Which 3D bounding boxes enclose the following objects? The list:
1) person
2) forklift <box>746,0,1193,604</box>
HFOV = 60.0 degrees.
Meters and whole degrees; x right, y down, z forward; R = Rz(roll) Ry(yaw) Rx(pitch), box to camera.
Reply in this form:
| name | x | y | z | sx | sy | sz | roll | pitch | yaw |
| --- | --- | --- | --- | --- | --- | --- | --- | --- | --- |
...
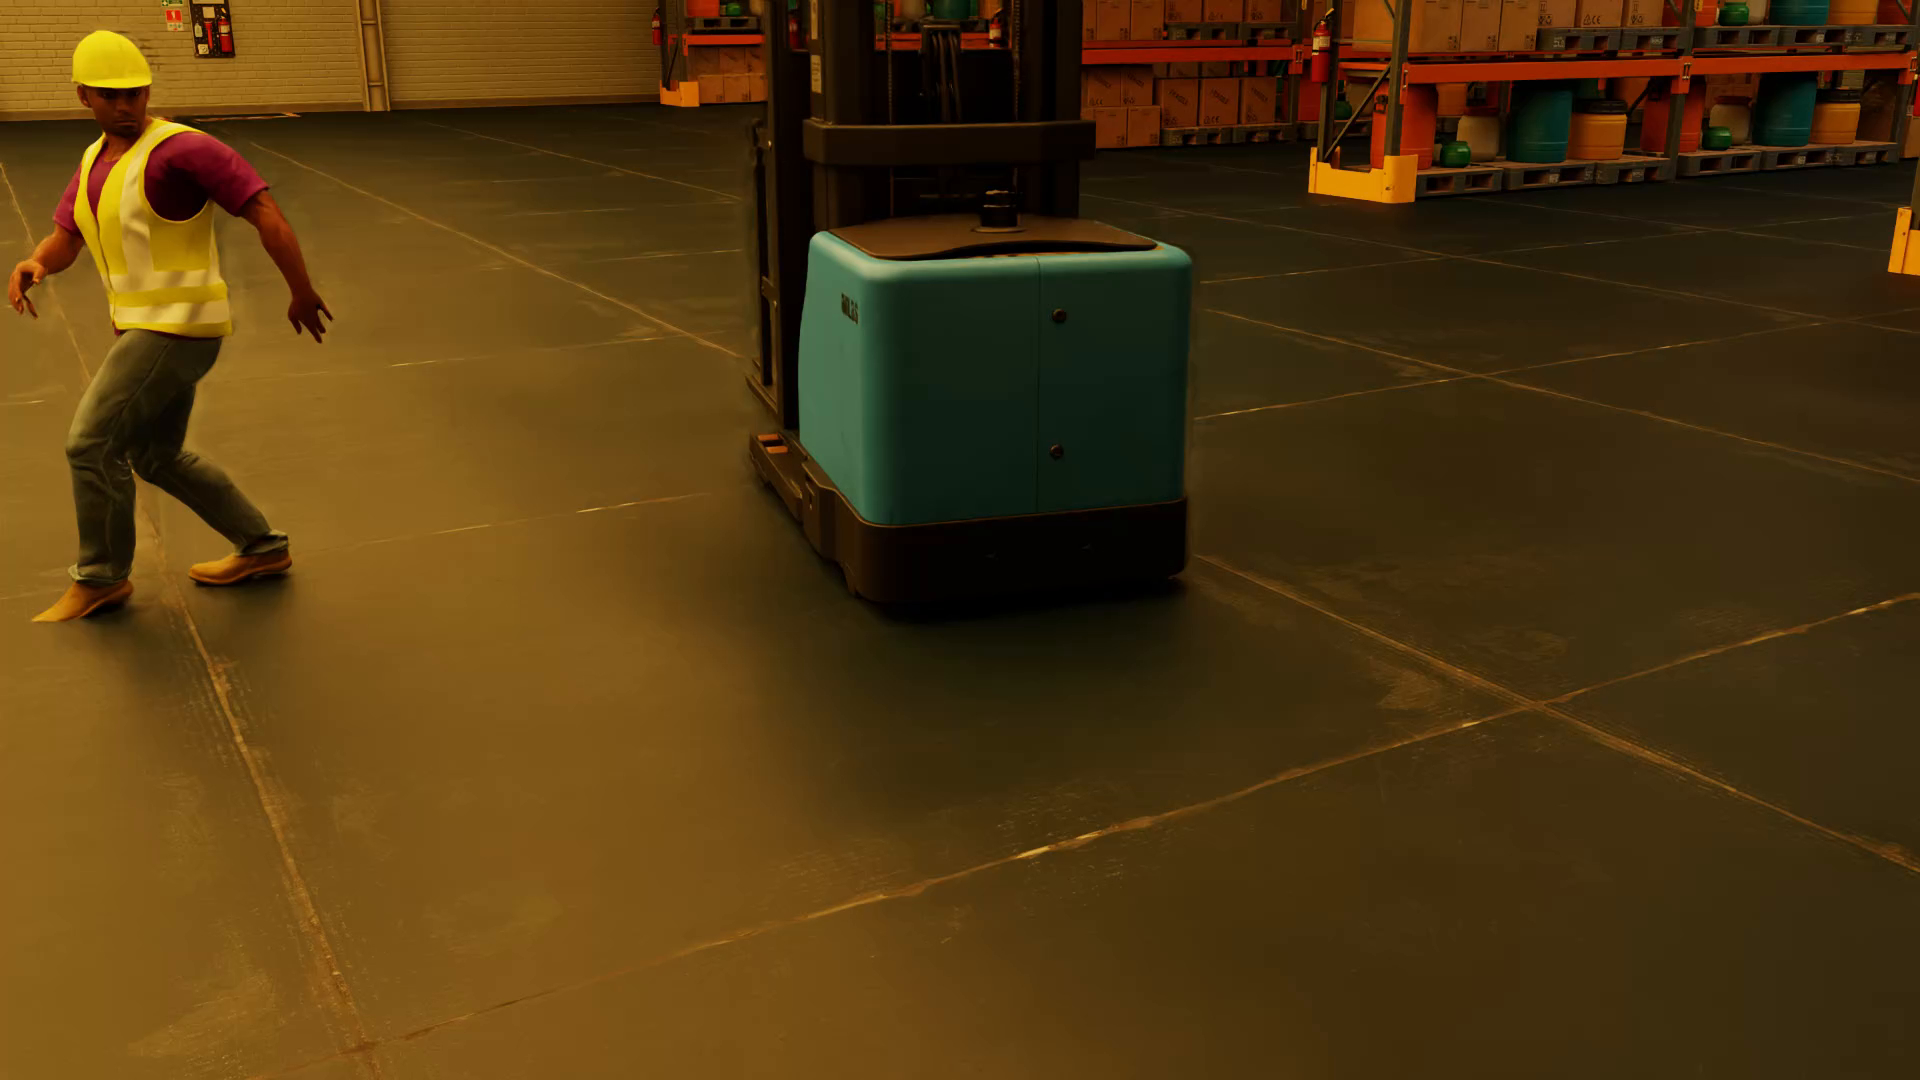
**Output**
| name | x | y | z | sx | sy | sz | roll | pitch | yaw |
| --- | --- | --- | --- | --- | --- | --- | --- | --- | --- |
| person | -2.429 | -0.629 | 5.018 | 0.936 | 1.738 | 0.604 | -12 | 21 | -33 |
| forklift | -0.199 | -1.620 | 6.008 | 1.130 | 2.935 | 3.031 | -5 | 19 | -16 |
